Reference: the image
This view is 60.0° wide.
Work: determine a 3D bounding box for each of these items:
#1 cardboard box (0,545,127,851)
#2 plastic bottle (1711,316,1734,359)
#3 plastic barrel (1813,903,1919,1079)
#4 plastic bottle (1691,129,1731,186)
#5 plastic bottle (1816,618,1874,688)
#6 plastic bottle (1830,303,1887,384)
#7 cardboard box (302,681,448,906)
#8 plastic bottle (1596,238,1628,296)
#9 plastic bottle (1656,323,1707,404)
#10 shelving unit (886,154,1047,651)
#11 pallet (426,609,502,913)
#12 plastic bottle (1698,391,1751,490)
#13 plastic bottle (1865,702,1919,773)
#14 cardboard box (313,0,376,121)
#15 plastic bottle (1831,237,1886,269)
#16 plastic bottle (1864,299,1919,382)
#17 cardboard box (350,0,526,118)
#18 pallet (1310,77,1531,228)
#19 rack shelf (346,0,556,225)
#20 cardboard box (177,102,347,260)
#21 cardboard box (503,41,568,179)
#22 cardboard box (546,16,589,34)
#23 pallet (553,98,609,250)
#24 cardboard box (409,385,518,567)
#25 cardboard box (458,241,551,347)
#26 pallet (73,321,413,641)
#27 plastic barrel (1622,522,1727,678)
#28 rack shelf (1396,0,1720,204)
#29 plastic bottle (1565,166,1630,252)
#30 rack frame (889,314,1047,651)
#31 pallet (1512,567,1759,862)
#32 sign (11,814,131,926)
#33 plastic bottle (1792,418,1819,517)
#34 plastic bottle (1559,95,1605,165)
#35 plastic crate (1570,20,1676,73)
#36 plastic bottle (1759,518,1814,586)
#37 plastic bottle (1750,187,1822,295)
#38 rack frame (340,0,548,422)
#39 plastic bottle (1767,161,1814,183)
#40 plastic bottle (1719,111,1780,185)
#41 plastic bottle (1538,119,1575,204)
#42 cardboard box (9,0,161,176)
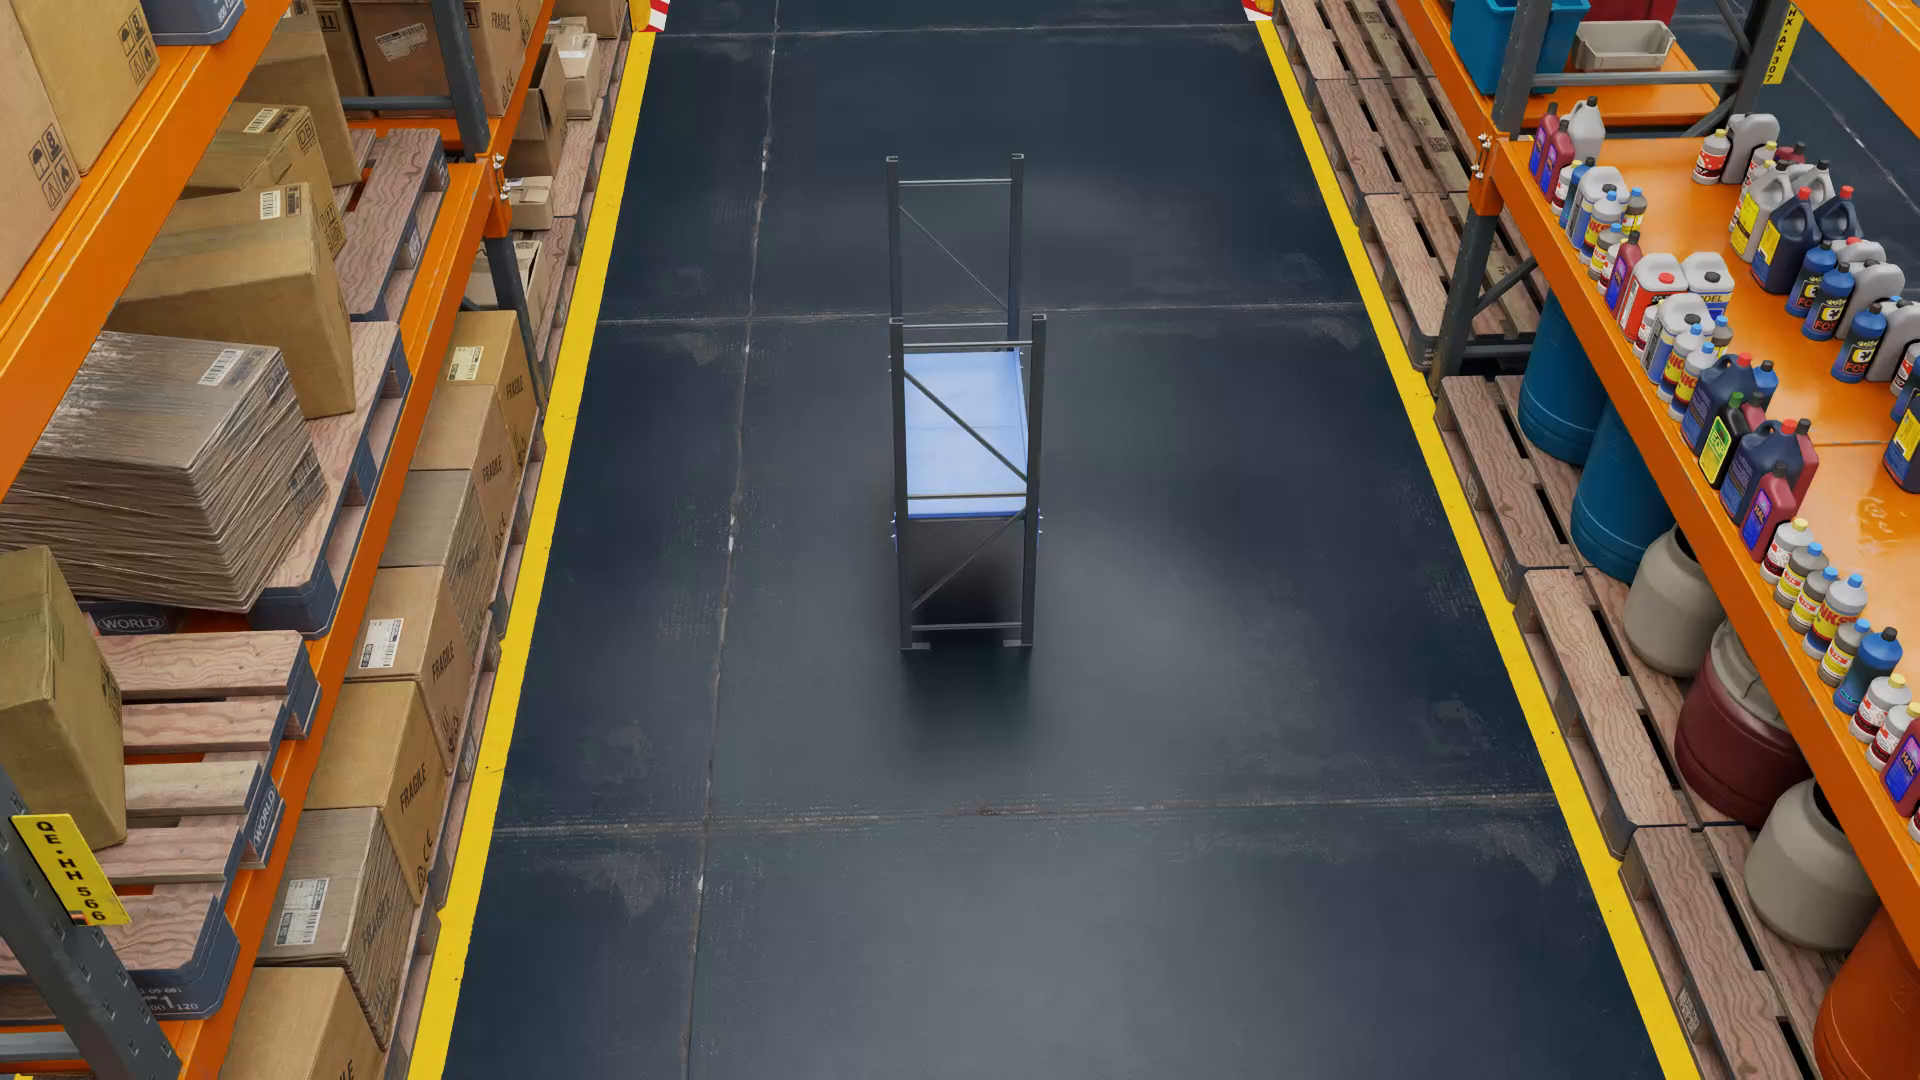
[{"bbox_3d":[-2.302,0.433,3.672,0.700,0.500,0.500,-15,45,-16],"label":"cardboard box"},{"bbox_3d":[2.429,-0.631,5.365,0.097,0.201,0.097,0,43,0],"label":"plastic bottle"},{"bbox_3d":[2.749,1.223,4.491,0.600,0.830,0.708,-2,43,-2],"label":"plastic barrel"},{"bbox_3d":[2.832,-1.447,6.256,0.097,0.201,0.097,0,43,0],"label":"plastic bottle"},{"bbox_3d":[2.334,0.288,4.362,0.097,0.201,0.097,0,43,0],"label":"plastic bottle"},{"bbox_3d":[2.885,-0.638,5.321,0.097,0.271,0.097,0,43,0],"label":"plastic bottle"},{"bbox_3d":[-1.940,0.799,5.183,0.500,0.500,0.500,-2,43,-2],"label":"cardboard box"},{"bbox_3d":[2.257,-0.939,5.701,0.097,0.201,0.097,0,43,0],"label":"plastic bottle"},{"bbox_3d":[2.282,-0.561,5.238,0.097,0.271,0.097,0,43,0],"label":"plastic bottle"},{"bbox_3d":[0.004,-0.495,6.180,0.538,1.500,1.048,-2,43,-2],"label":"shelving unit"},{"bbox_3d":[-2.205,0.748,5.778,1.003,0.211,1.213,-2,43,-2],"label":"pallet"},{"bbox_3d":[2.281,-0.297,4.940,0.061,0.283,0.133,-2,43,-2],"label":"plastic bottle"},{"bbox_3d":[2.347,0.486,4.147,0.097,0.201,0.097,0,43,0],"label":"plastic bottle"},{"bbox_3d":[-2.610,-2.020,6.660,0.500,0.500,0.500,-1,43,-1],"label":"cardboard box"},{"bbox_3d":[2.993,-0.903,5.607,0.152,0.276,0.135,-2,43,-2],"label":"plastic bottle"},{"bbox_3d":[3.009,-0.656,5.338,0.152,0.276,0.135,-2,43,-2],"label":"plastic bottle"},{"bbox_3d":[-2.082,-2.042,6.684,0.500,0.500,0.500,-1,43,-1],"label":"cardboard box"},{"bbox_3d":[2.492,-2.086,8.869,1.003,0.211,1.213,-2,43,-2],"label":"pallet"},{"bbox_3d":[-2.417,-2.738,8.050,1.077,0.370,4.000,-2,43,-2],"label":"rack shelf"},{"bbox_3d":[-2.443,-1.056,5.298,0.700,0.500,0.500,5,43,5],"label":"cardboard box"},{"bbox_3d":[-2.417,-2.163,8.412,0.797,0.503,0.637,-2,43,-2],"label":"cardboard box"},{"bbox_3d":[-2.306,-2.835,9.395,0.380,0.166,0.250,-2,43,-2],"label":"cardboard box"},{"bbox_3d":[-2.415,-1.915,8.683,1.003,0.211,1.213,-2,43,-2],"label":"pallet"},{"bbox_3d":[-2.013,-0.235,6.311,0.500,0.500,0.500,-2,43,-2],"label":"cardboard box"},{"bbox_3d":[-2.134,-1.114,7.410,0.500,0.311,0.500,-2,43,-2],"label":"cardboard box"},{"bbox_3d":[-2.250,-0.195,4.885,1.003,0.211,1.213,-2,43,-2],"label":"pallet"},{"bbox_3d":[2.587,0.199,5.844,0.421,0.512,0.421,0,43,0],"label":"plastic barrel"},{"bbox_3d":[2.532,-2.878,8.202,1.077,0.370,4.000,-2,43,-2],"label":"rack shelf"},{"bbox_3d":[2.271,-1.177,5.906,0.152,0.276,0.135,-2,43,-2],"label":"plastic bottle"},{"bbox_3d":[0.025,-0.152,5.806,0.500,1.500,0.032,-2,43,-2],"label":"rack frame"},{"bbox_3d":[2.663,0.583,5.958,1.003,0.211,1.213,-2,43,-2],"label":"pallet"},{"bbox_3d":[-1.608,0.602,3.016,0.100,0.325,0.005,-2,43,-2],"label":"sign"},{"bbox_3d":[2.431,-0.211,4.847,0.061,0.283,0.133,-2,43,-2],"label":"plastic bottle"},{"bbox_3d":[2.309,-1.501,6.204,0.144,0.351,0.185,-2,43,-2],"label":"plastic bottle"},{"bbox_3d":[2.740,-2.036,6.902,0.396,0.136,0.243,-2,43,-2],"label":"plastic crate"},{"bbox_3d":[2.318,0.026,4.649,0.097,0.201,0.097,0,43,0],"label":"plastic bottle"},{"bbox_3d":[2.846,-1.035,5.695,0.144,0.351,0.185,-2,43,-2],"label":"plastic bottle"},{"bbox_3d":[-2.332,-1.653,6.334,1.000,3.000,0.127,-2,43,-2],"label":"rack frame"},{"bbox_3d":[2.972,-1.244,5.979,0.152,0.276,0.135,-2,43,-2],"label":"plastic bottle"},{"bbox_3d":[2.956,-1.490,6.248,0.152,0.276,0.135,-2,43,-2],"label":"plastic bottle"},{"bbox_3d":[2.212,-1.400,6.144,0.061,0.283,0.133,-2,43,-2],"label":"plastic bottle"},{"bbox_3d":[-2.258,-1.085,3.419,0.910,0.500,0.500,-2,43,-2],"label":"cardboard box"}]
